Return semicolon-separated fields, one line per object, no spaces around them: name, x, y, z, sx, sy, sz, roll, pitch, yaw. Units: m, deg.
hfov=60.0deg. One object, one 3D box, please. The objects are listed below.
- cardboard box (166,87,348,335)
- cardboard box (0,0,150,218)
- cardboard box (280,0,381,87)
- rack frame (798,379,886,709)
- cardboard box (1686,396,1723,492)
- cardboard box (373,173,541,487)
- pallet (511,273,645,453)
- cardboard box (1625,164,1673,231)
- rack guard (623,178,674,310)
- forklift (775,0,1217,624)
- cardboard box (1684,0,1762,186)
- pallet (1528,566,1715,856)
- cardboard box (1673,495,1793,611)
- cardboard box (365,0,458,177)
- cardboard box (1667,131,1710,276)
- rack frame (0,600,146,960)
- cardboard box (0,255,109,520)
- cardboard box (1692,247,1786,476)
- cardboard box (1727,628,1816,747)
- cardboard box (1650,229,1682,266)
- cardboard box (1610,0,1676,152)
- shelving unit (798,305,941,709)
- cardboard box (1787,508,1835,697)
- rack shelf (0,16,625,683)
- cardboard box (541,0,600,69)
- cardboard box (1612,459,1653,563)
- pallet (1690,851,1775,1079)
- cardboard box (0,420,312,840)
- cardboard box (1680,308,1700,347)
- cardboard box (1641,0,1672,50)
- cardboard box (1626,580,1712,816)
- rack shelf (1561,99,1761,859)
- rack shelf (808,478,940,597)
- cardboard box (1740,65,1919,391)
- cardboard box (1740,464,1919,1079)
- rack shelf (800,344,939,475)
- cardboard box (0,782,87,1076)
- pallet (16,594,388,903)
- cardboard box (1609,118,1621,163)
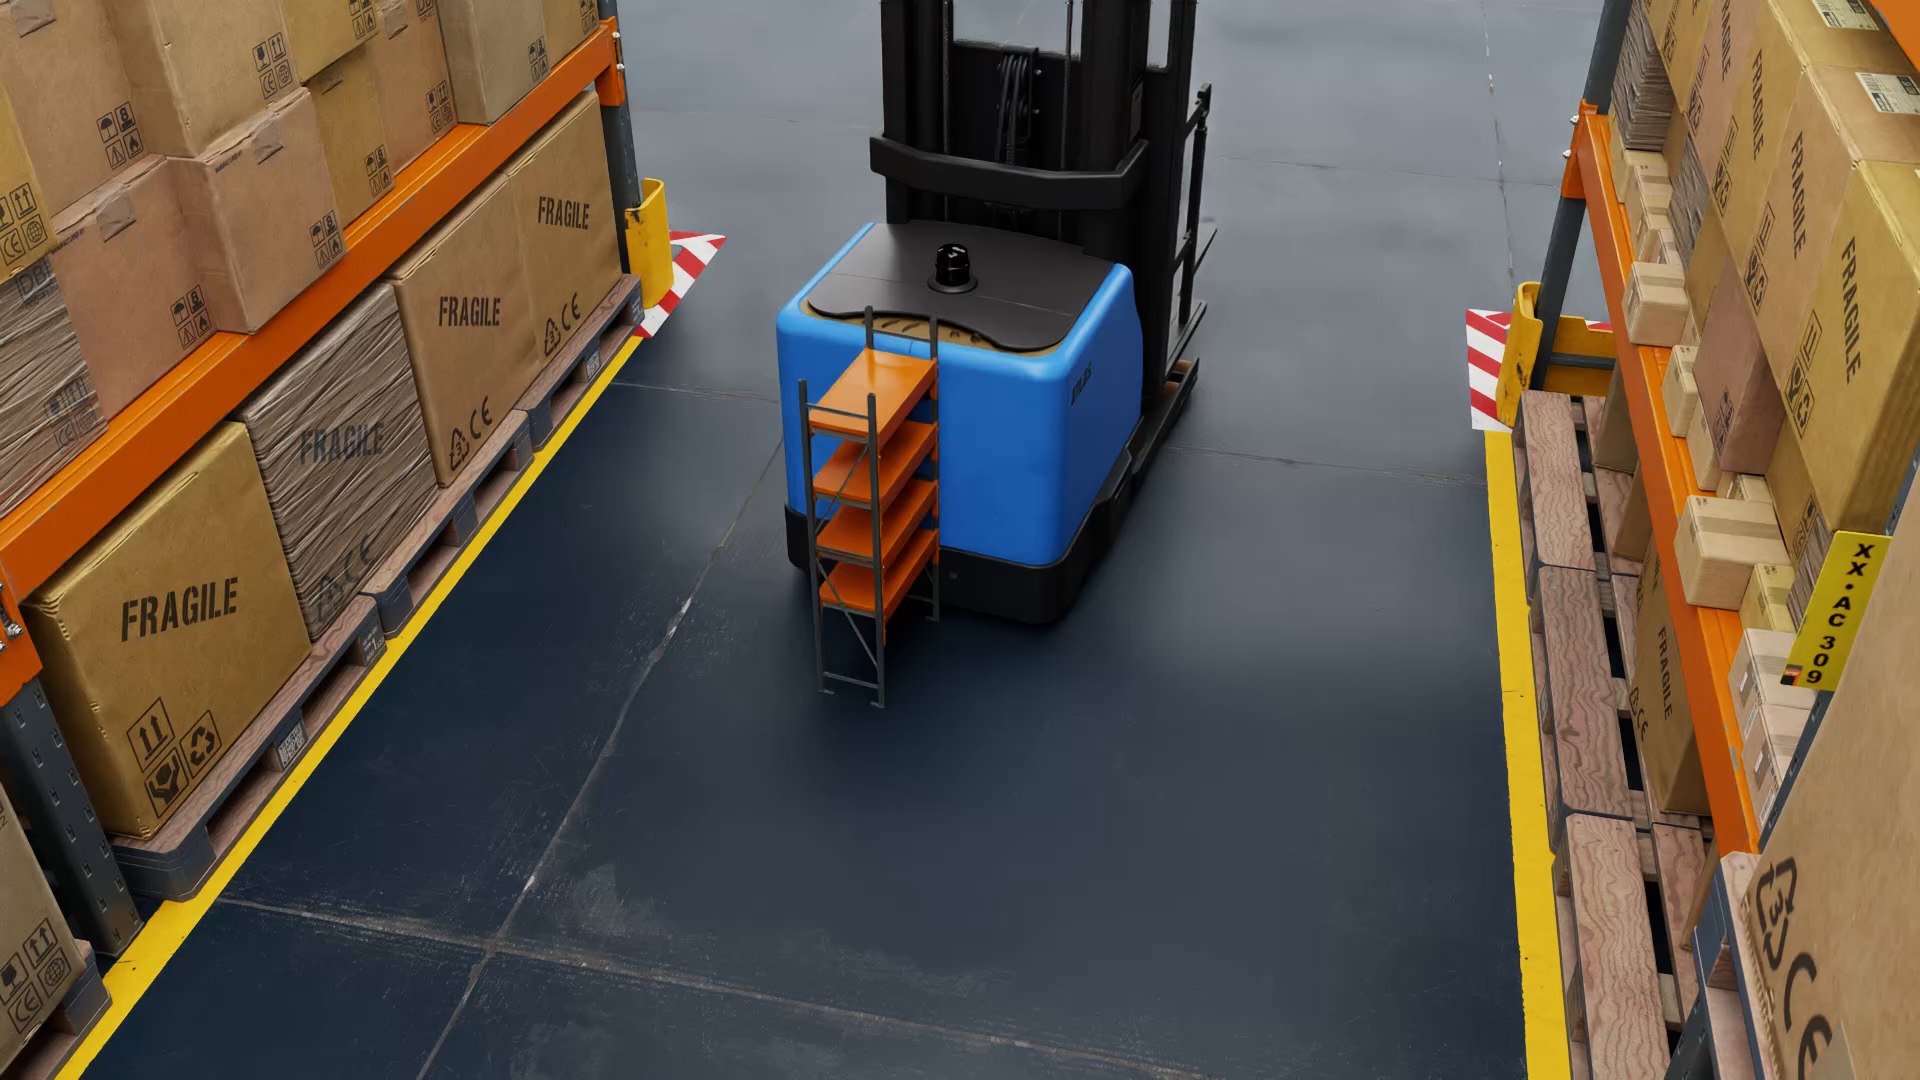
cardboard box;-2.427;-1.029;4.985;0.875;0.550;0.550;7;37;10
cardboard box;-2.704;-1.177;4.270;0.875;0.550;0.550;7;37;10
cardboard box;-2.349;-1.774;5.094;0.875;0.550;0.500;7;37;10
rack frame;-0.358;0.043;5.168;0.240;1.200;0.015;13;38;17
cardboard box;2.078;-0.231;4.227;0.380;0.149;0.250;7;37;10
cardboard box;-2.232;-0.843;6.310;0.875;0.875;0.875;7;36;9
pallet;-2.060;-0.838;7.226;1.003;0.211;1.213;7;37;10
cardboard box;2.391;-1.092;5.415;0.380;0.149;0.250;7;37;10
rack guard;-1.961;-1.437;7.806;1.175;0.500;0.348;7;37;10
forklift;0.373;-1.761;6.183;1.130;2.935;3.031;13;38;17
cardboard box;2.155;-1.180;4.131;0.500;0.500;0.500;7;37;10
pallet;2.371;0.576;5.276;1.003;0.211;1.213;7;37;10
cardboard box;1.882;0.044;3.847;0.380;0.149;0.250;7;37;10
cardboard box;-2.339;-1.654;5.848;0.875;0.550;0.550;7;37;10
cardboard box;2.575;-1.022;4.765;0.875;0.500;0.500;7;37;10
rack frame;-2.820;-0.142;3.890;1.000;3.000;0.127;7;37;10
cardboard box;-2.753;-0.416;4.140;0.875;0.550;0.550;7;37;10
cardboard box;2.310;-0.455;3.983;0.875;0.500;0.500;7;37;10
cardboard box;1.825;0.337;3.443;0.380;0.149;0.250;7;37;10
cardboard box;2.304;-0.803;5.016;0.380;0.149;0.250;7;37;10
cardboard box;2.714;-1.605;5.569;0.875;0.500;0.500;7;37;10
shelving unit;-0.271;-0.090;5.352;0.258;1.200;0.503;13;38;17
cardboard box;2.160;0.127;3.181;0.875;0.500;0.500;7;37;10
rack shelf;-2.393;-0.997;5.683;1.077;0.370;4.000;7;37;10
cardboard box;-2.001;-2.277;6.708;0.875;0.550;0.550;7;37;10
cardboard box;2.614;-0.210;5.757;0.500;0.500;0.500;17;39;22
pallet;1.699;1.035;2.429;1.003;0.211;1.213;7;37;10
cardboard box;-2.617;0.197;4.875;0.875;0.875;0.875;8;37;11
cardboard box;2.226;-0.512;4.615;0.380;0.149;0.250;7;37;10
cardboard box;2.361;-1.754;4.924;0.500;0.500;0.500;7;37;10
cardboard box;2.299;0.460;4.831;0.500;0.500;0.500;4;36;6
rack shelf;2.431;-0.318;4.745;1.077;0.370;4.000;7;37;10
rack shelf;-0.271;-0.036;5.392;0.258;0.148;0.480;13;38;17
cardboard box;1.937;-0.607;3.341;0.500;0.500;0.500;7;37;10
cardboard box;1.697;0.563;2.048;1.000;1.000;1.000;8;37;10
rack shelf;-0.271;-0.409;5.122;0.258;0.148;0.480;13;38;17
cardboard box;-2.865;0.966;3.920;1.050;0.750;0.750;7;37;10
pallet;-2.581;0.561;5.296;1.003;0.211;1.213;7;37;10
cardboard box;2.492;-1.379;5.811;0.380;0.149;0.250;7;37;10
